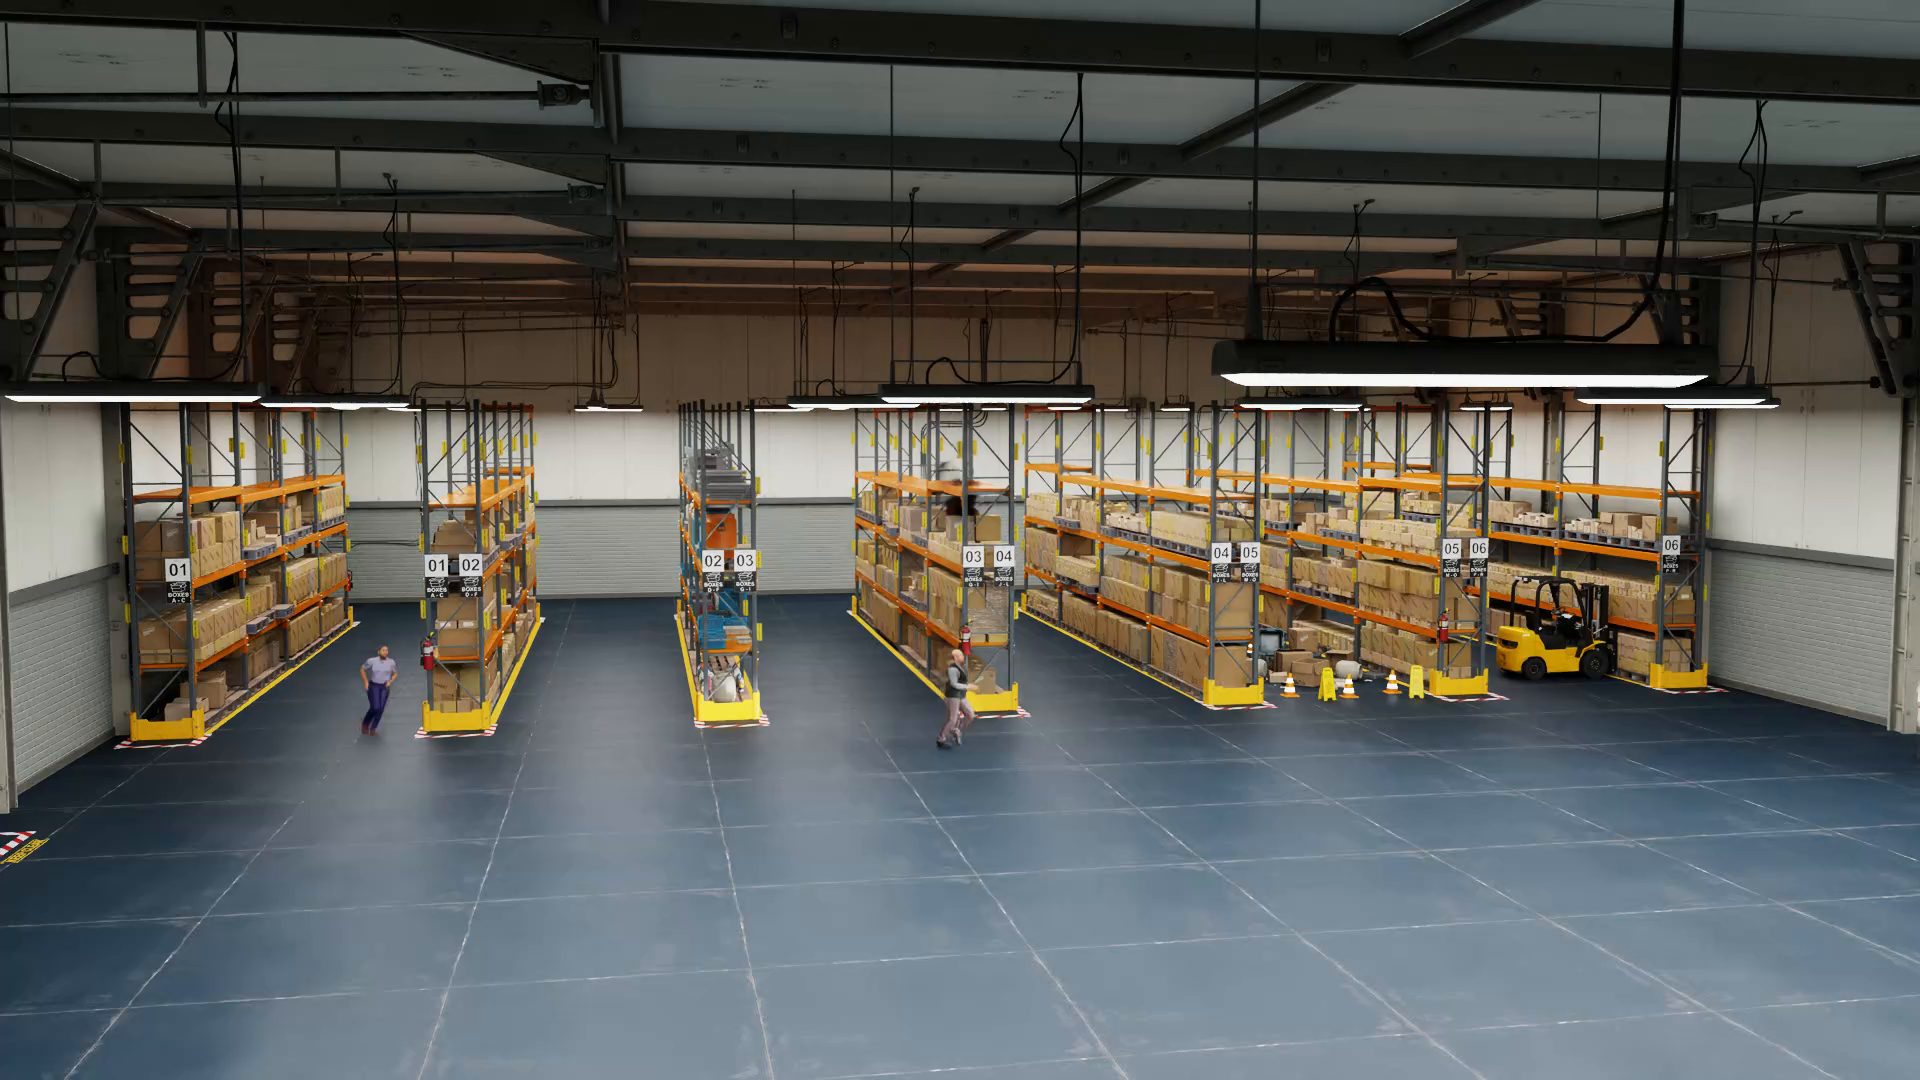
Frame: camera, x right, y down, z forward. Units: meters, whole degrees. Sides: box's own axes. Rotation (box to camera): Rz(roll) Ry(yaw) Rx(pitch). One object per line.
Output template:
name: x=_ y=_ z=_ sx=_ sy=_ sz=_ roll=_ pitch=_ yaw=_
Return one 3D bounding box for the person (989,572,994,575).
person: x=0.862 y=1.361 z=47.130 sx=0.607 sy=1.652 sz=0.591 roll=0 pitch=4 yaw=2

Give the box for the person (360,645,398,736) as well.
person: x=-10.374 y=2.681 z=29.723 sx=0.648 sy=1.609 sz=0.551 roll=-3 pitch=5 yaw=-37

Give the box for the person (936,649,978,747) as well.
person: x=-0.039 y=2.717 z=28.520 sx=0.768 sy=1.707 sz=0.625 roll=1 pitch=5 yaw=19
